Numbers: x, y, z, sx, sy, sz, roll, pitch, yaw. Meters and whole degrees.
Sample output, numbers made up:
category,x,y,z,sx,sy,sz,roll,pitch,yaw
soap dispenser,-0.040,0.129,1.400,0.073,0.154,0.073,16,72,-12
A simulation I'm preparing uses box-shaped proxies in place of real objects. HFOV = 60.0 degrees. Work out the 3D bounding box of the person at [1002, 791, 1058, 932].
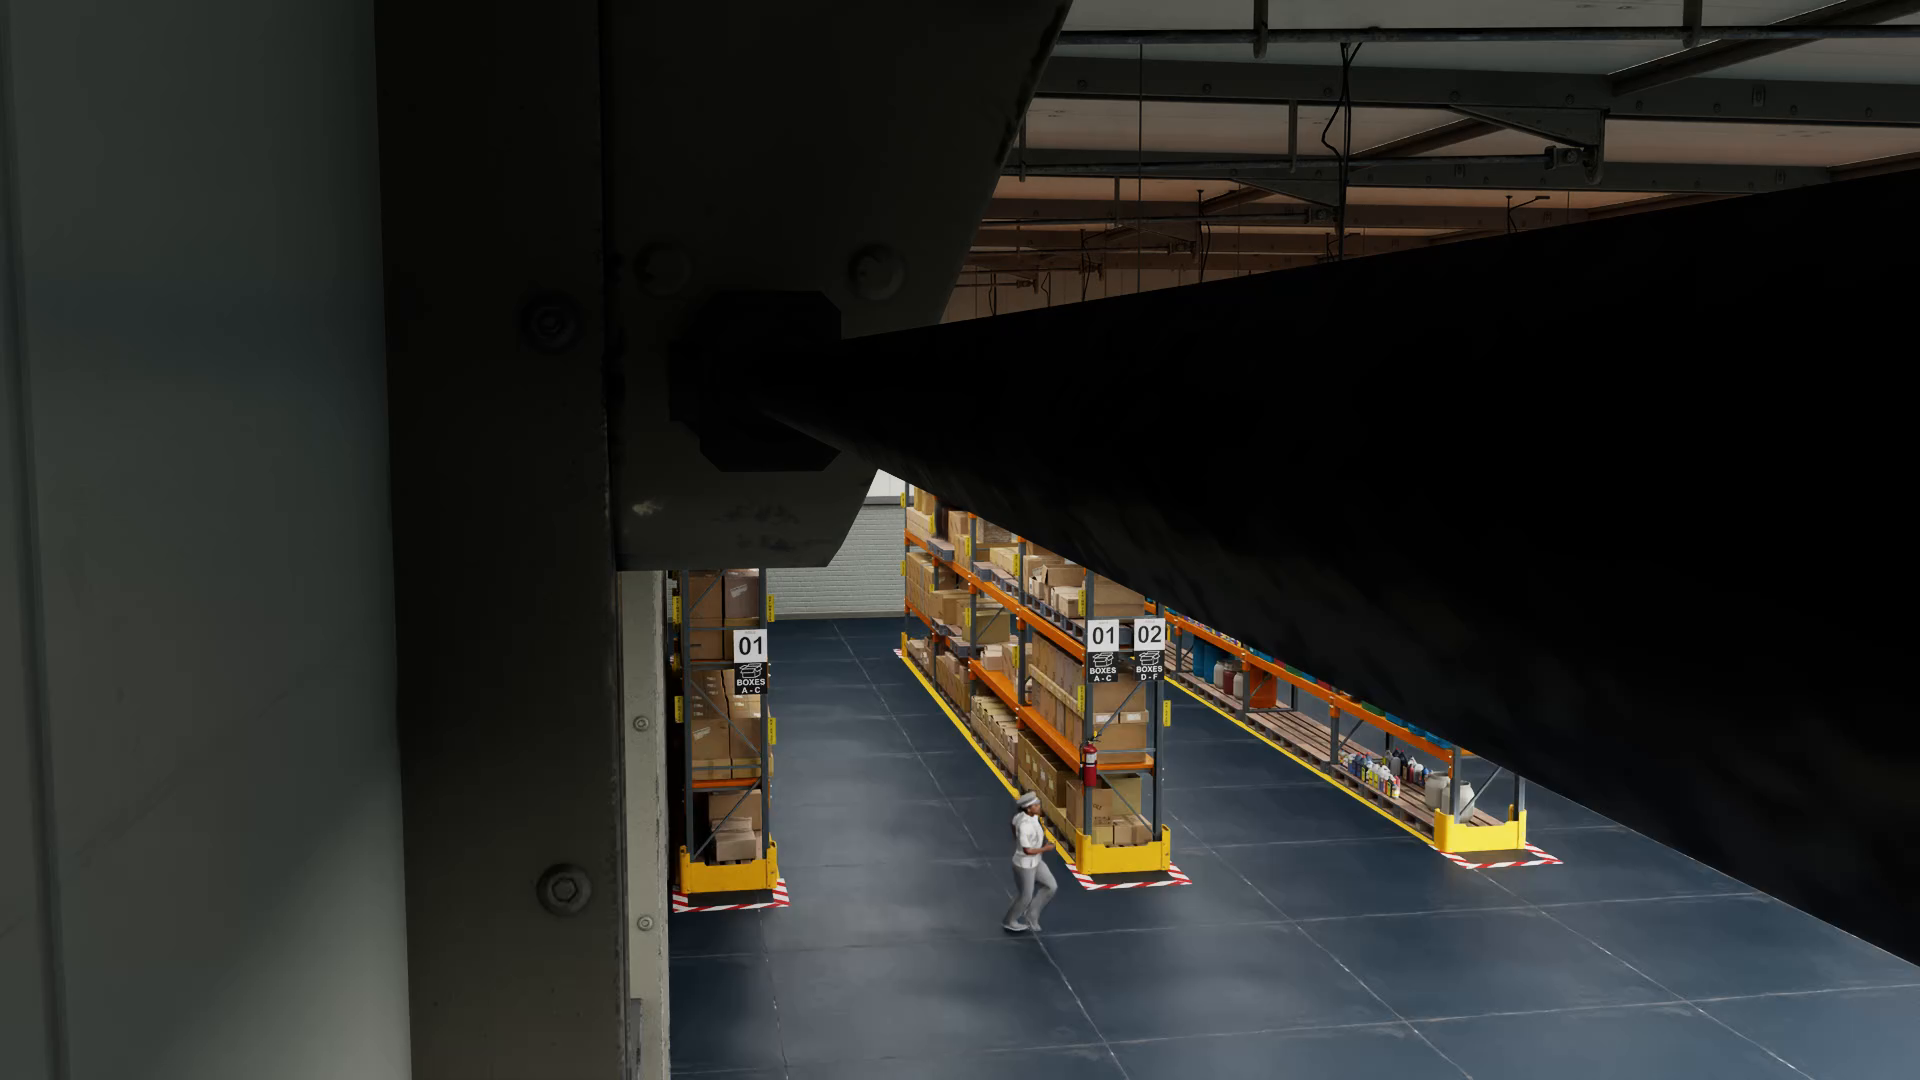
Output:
category,x,y,z,sx,sy,sz,roll,pitch,yaw
person,0.744,3.600,18.473,0.623,1.688,0.527,2,6,18
